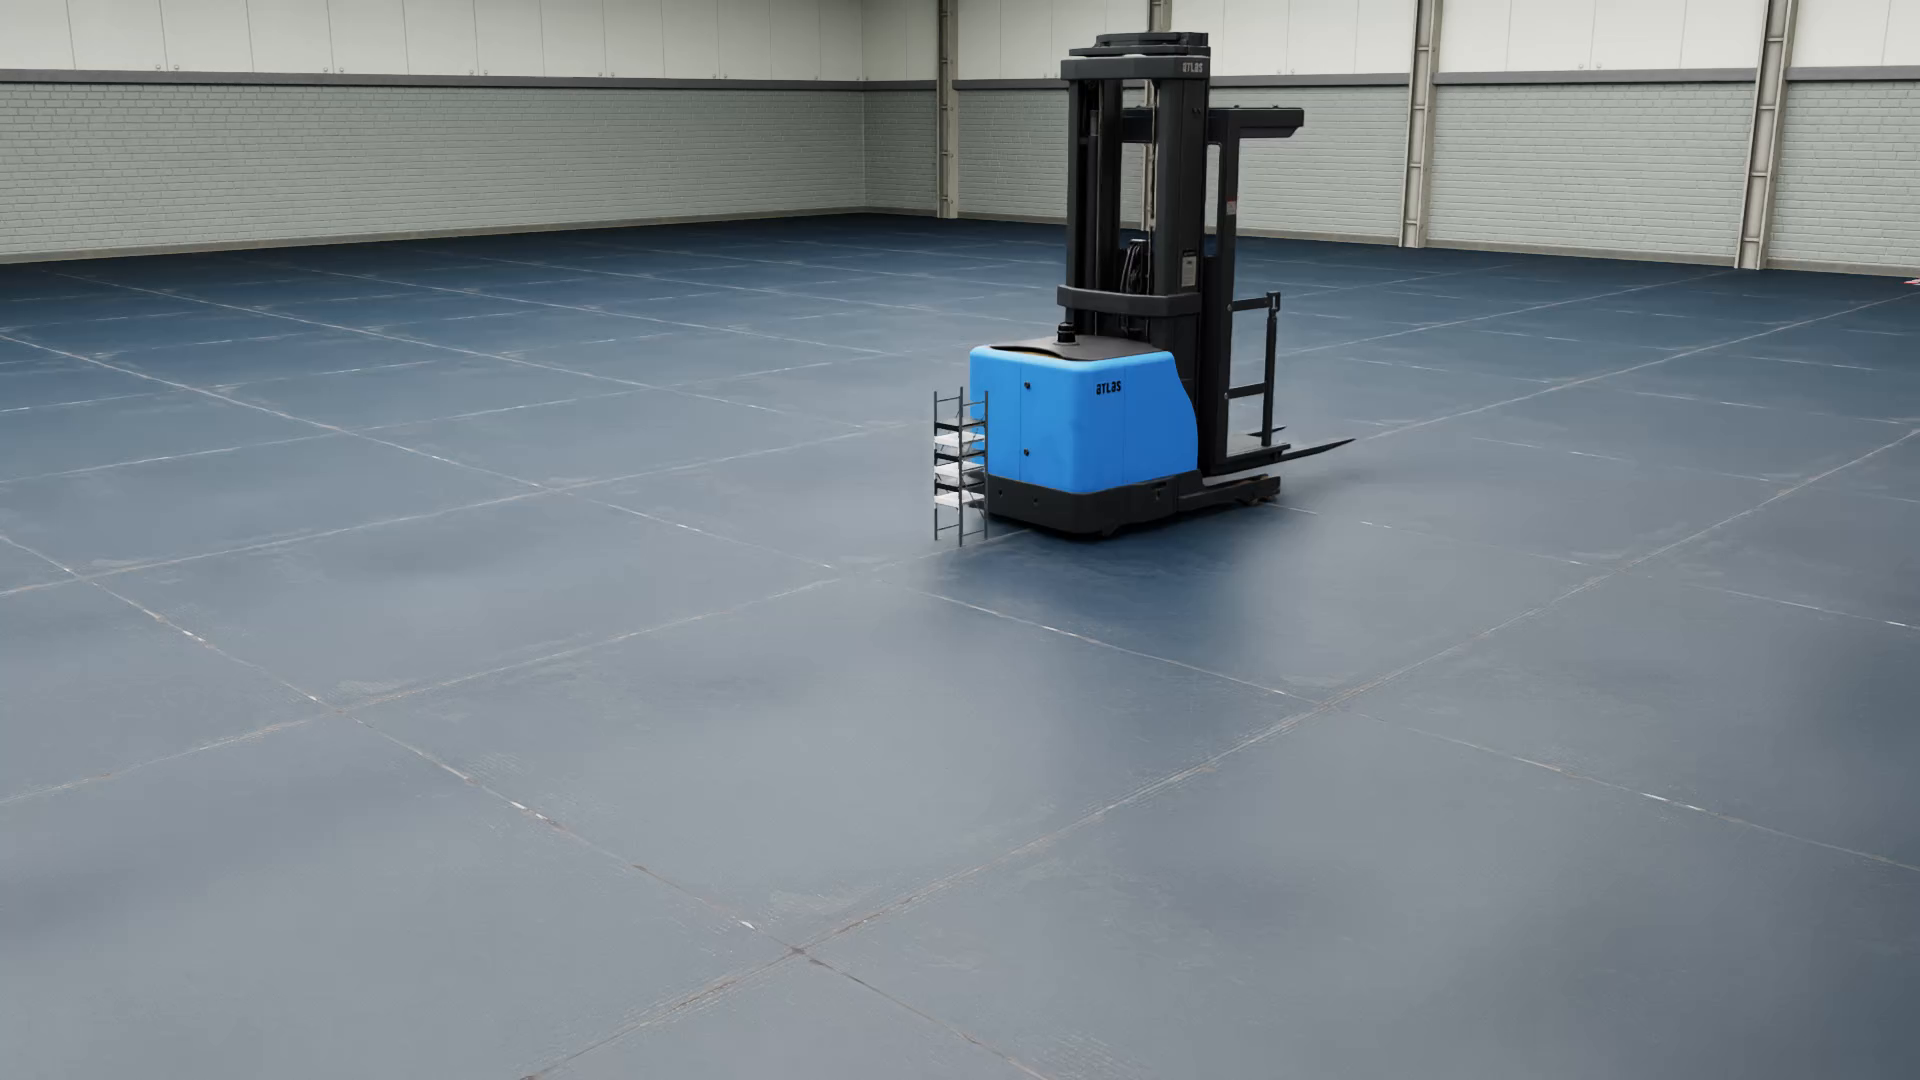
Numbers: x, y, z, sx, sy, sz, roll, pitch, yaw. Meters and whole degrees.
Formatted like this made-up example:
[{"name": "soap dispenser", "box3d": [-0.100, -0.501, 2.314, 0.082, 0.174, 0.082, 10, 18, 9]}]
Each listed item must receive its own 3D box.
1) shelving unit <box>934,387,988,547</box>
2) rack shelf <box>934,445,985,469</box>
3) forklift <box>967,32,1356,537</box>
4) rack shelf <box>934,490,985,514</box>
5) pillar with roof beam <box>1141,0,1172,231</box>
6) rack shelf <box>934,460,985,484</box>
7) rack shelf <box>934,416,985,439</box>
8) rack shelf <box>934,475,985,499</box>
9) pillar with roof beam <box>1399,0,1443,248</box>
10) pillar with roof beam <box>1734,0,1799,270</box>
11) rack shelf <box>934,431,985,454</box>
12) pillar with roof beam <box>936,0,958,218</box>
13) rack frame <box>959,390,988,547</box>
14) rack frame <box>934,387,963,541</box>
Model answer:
[{"name": "shelving unit", "box3d": [0.006, -0.434, 9.813, 0.210, 0.900, 0.258, 14, 20, 42]}, {"name": "rack shelf", "box3d": [0.006, -0.489, 9.799, 0.200, 0.077, 0.258, 14, 20, 42]}, {"name": "forklift", "box3d": [1.472, -1.730, 10.760, 3.031, 2.935, 1.130, -13, 19, -41]}, {"name": "rack shelf", "box3d": [0.006, -0.228, 9.867, 0.200, 0.077, 0.258, 14, 20, 42]}, {"name": "pillar with roof beam", "box3d": [1.045, -10.034, 30.594, 0.400, 9.000, 9.100, 14, 20, 42]}, {"name": "rack shelf", "box3d": [0.006, -0.402, 9.822, 0.200, 0.077, 0.258, 14, 20, 42]}, {"name": "rack shelf", "box3d": [0.006, -0.663, 9.753, 0.200, 0.077, 0.258, 14, 20, 42]}, {"name": "rack shelf", "box3d": [0.006, -0.315, 9.844, 0.200, 0.077, 0.258, 14, 20, 42]}, {"name": "pillar with roof beam", "box3d": [5.364, -8.984, 26.564, 0.400, 9.000, 9.100, 14, 20, 42]}, {"name": "pillar with roof beam", "box3d": [9.683, -7.934, 22.534, 0.400, 9.000, 9.100, 14, 20, 42]}, {"name": "rack shelf", "box3d": [0.006, -0.576, 9.776, 0.200, 0.077, 0.258, 14, 20, 42]}, {"name": "pillar with roof beam", "box3d": [-3.275, -11.084, 34.624, 0.400, 9.000, 9.100, 14, 20, 42]}, {"name": "rack frame", "box3d": [0.079, -0.416, 9.745, 0.006, 0.900, 0.240, 14, 20, 42]}, {"name": "rack frame", "box3d": [-0.067, -0.452, 9.881, 0.006, 0.900, 0.240, 14, 20, 42]}]
